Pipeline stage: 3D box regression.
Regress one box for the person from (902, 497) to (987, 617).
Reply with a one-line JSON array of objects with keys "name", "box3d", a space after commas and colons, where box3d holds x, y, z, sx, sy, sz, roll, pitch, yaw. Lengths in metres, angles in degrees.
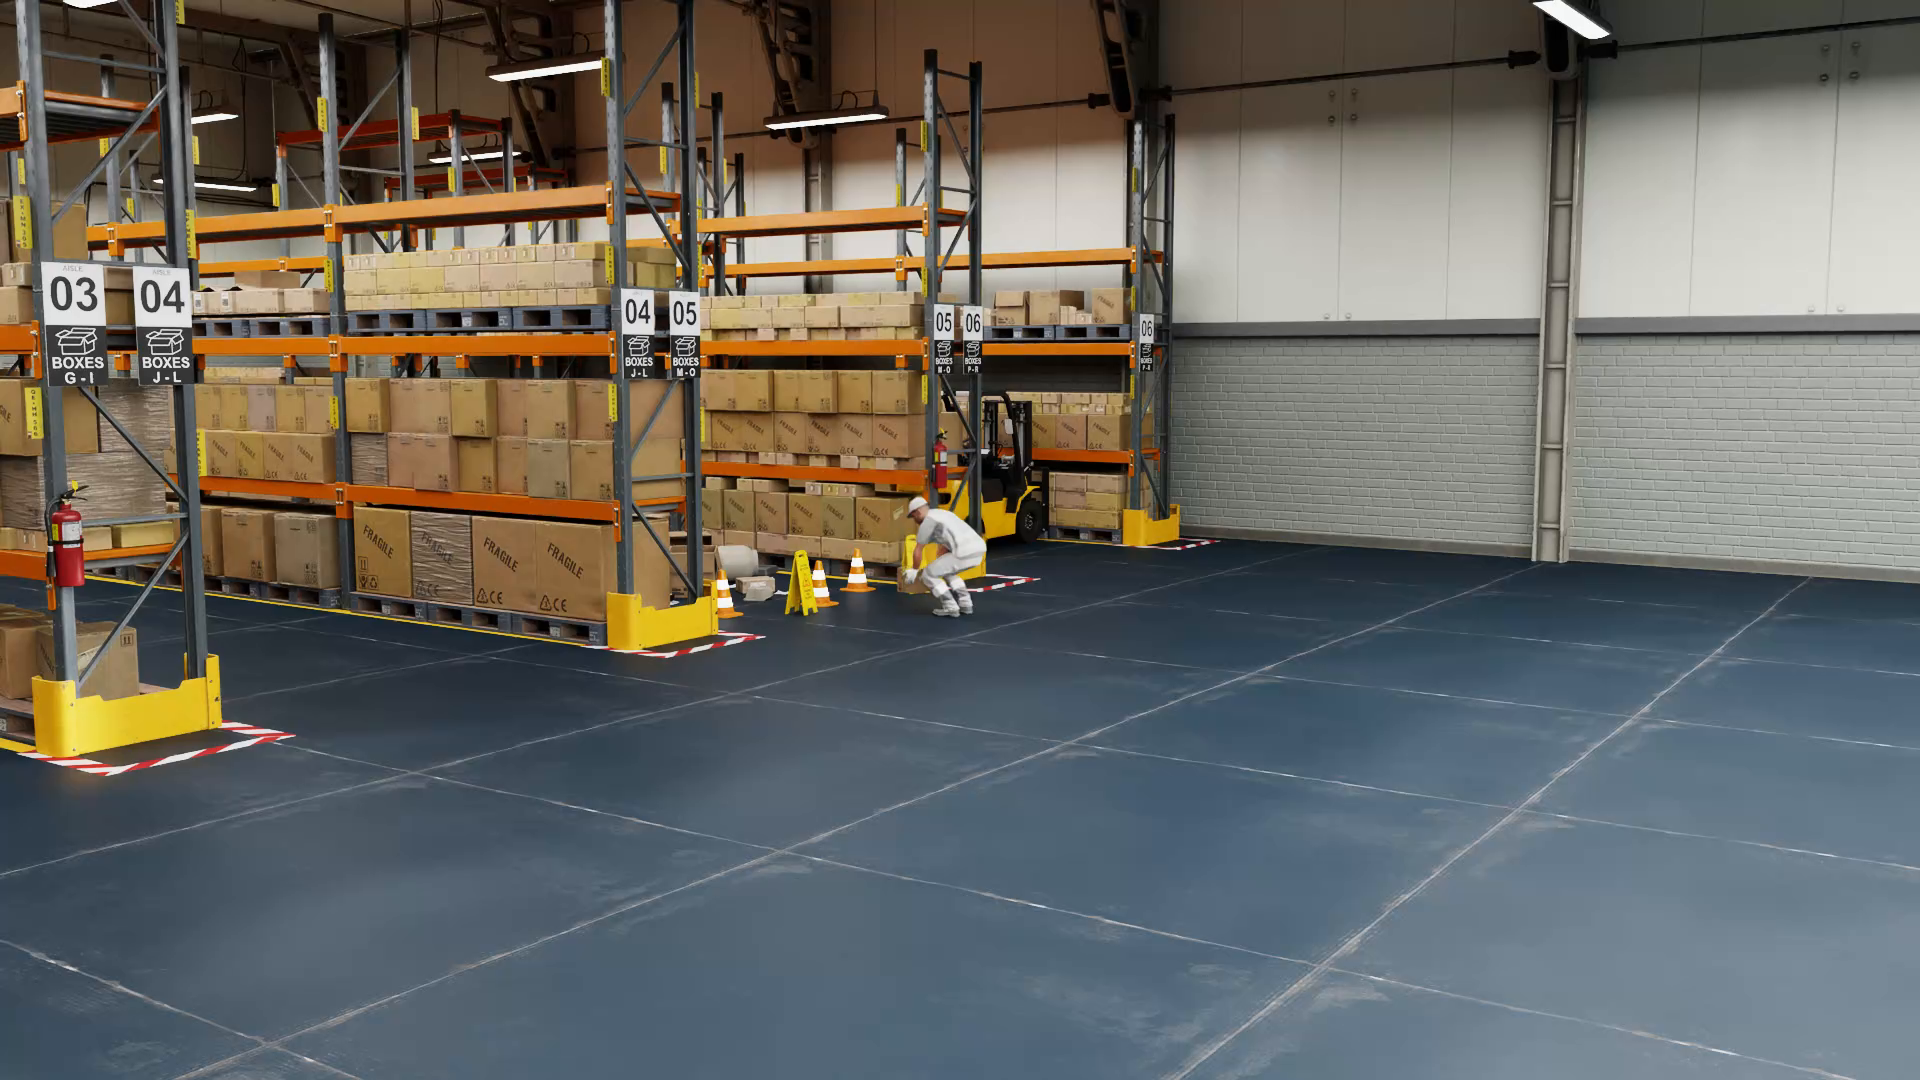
[{"name": "person", "box3d": [-0.164, 0.168, 16.864, 0.845, 1.186, 0.586, 4, 7, 33]}]
